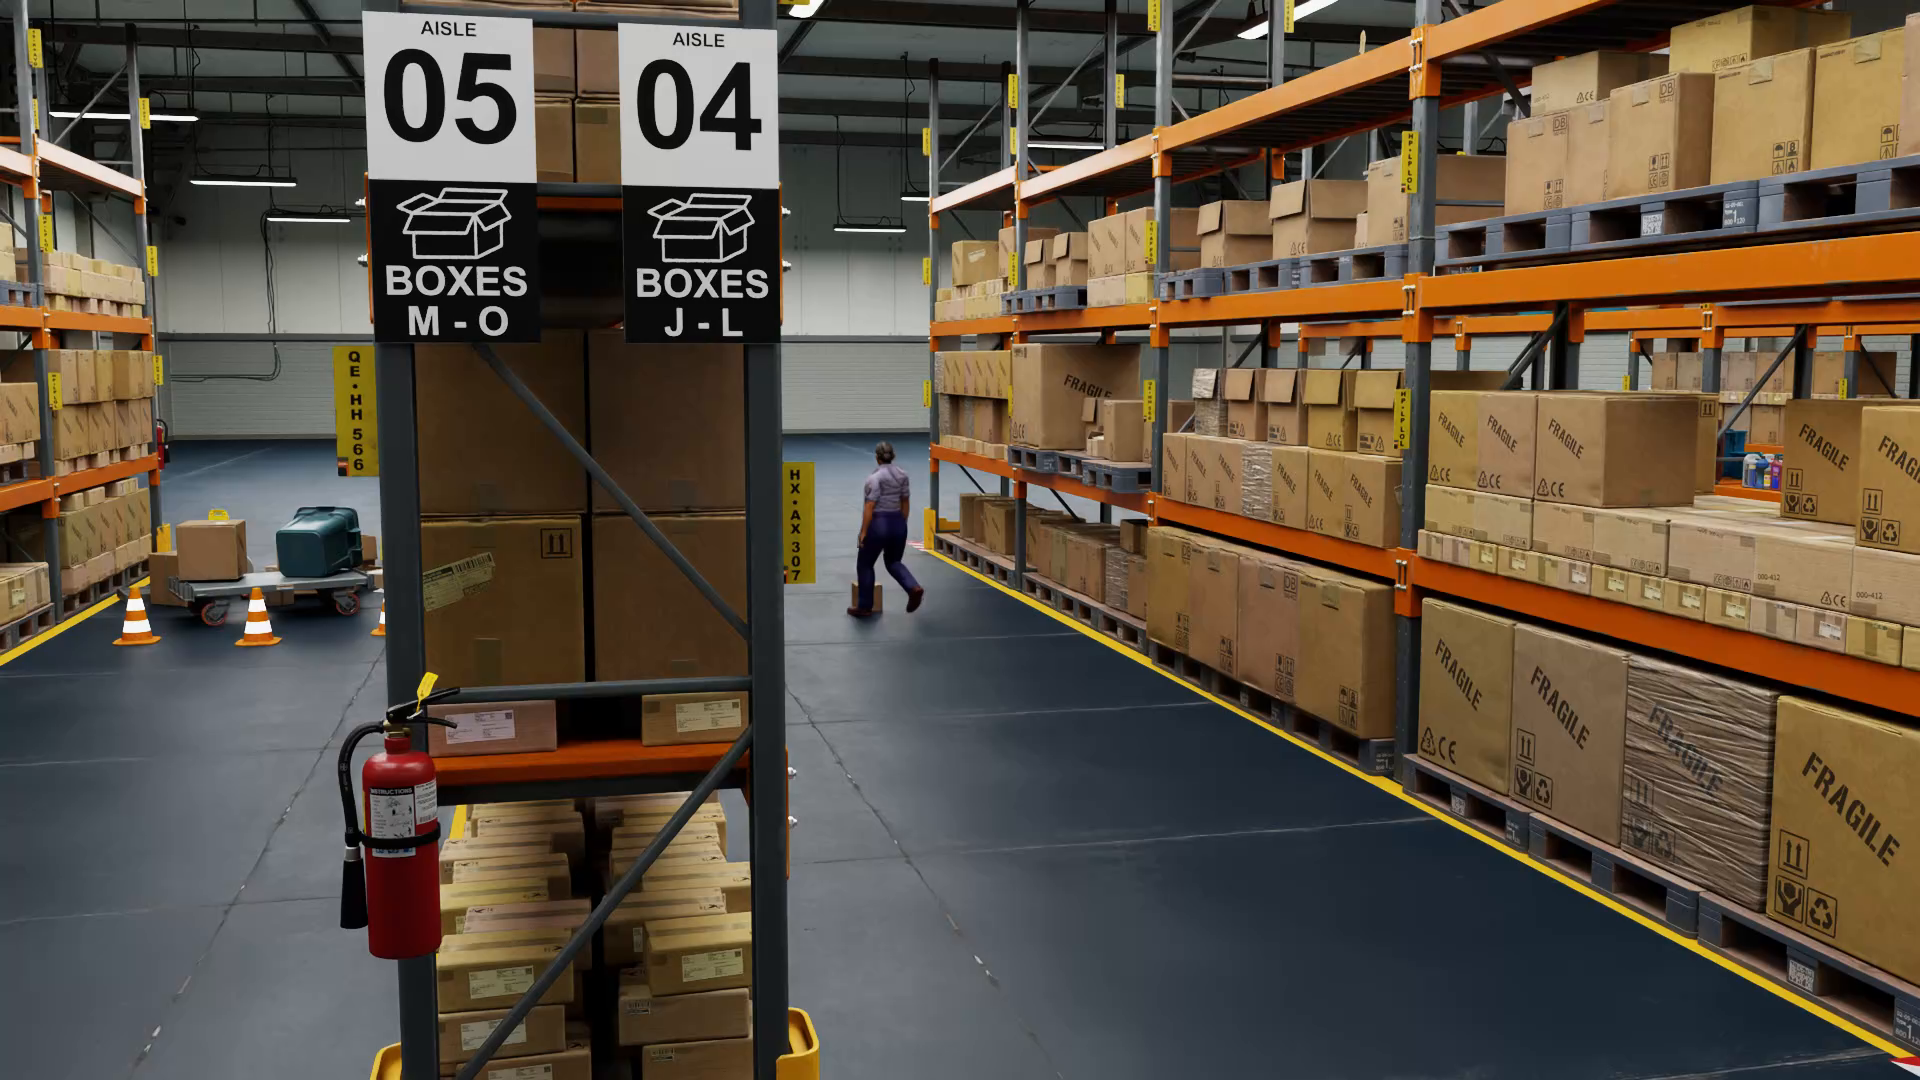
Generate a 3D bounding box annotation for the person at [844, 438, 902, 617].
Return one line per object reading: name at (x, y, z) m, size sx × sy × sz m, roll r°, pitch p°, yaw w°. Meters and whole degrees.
person at (-0.810, -0.084, 15.281) m, size 0.530 × 1.716 × 0.386 m, roll -3°, pitch 7°, yaw -25°
